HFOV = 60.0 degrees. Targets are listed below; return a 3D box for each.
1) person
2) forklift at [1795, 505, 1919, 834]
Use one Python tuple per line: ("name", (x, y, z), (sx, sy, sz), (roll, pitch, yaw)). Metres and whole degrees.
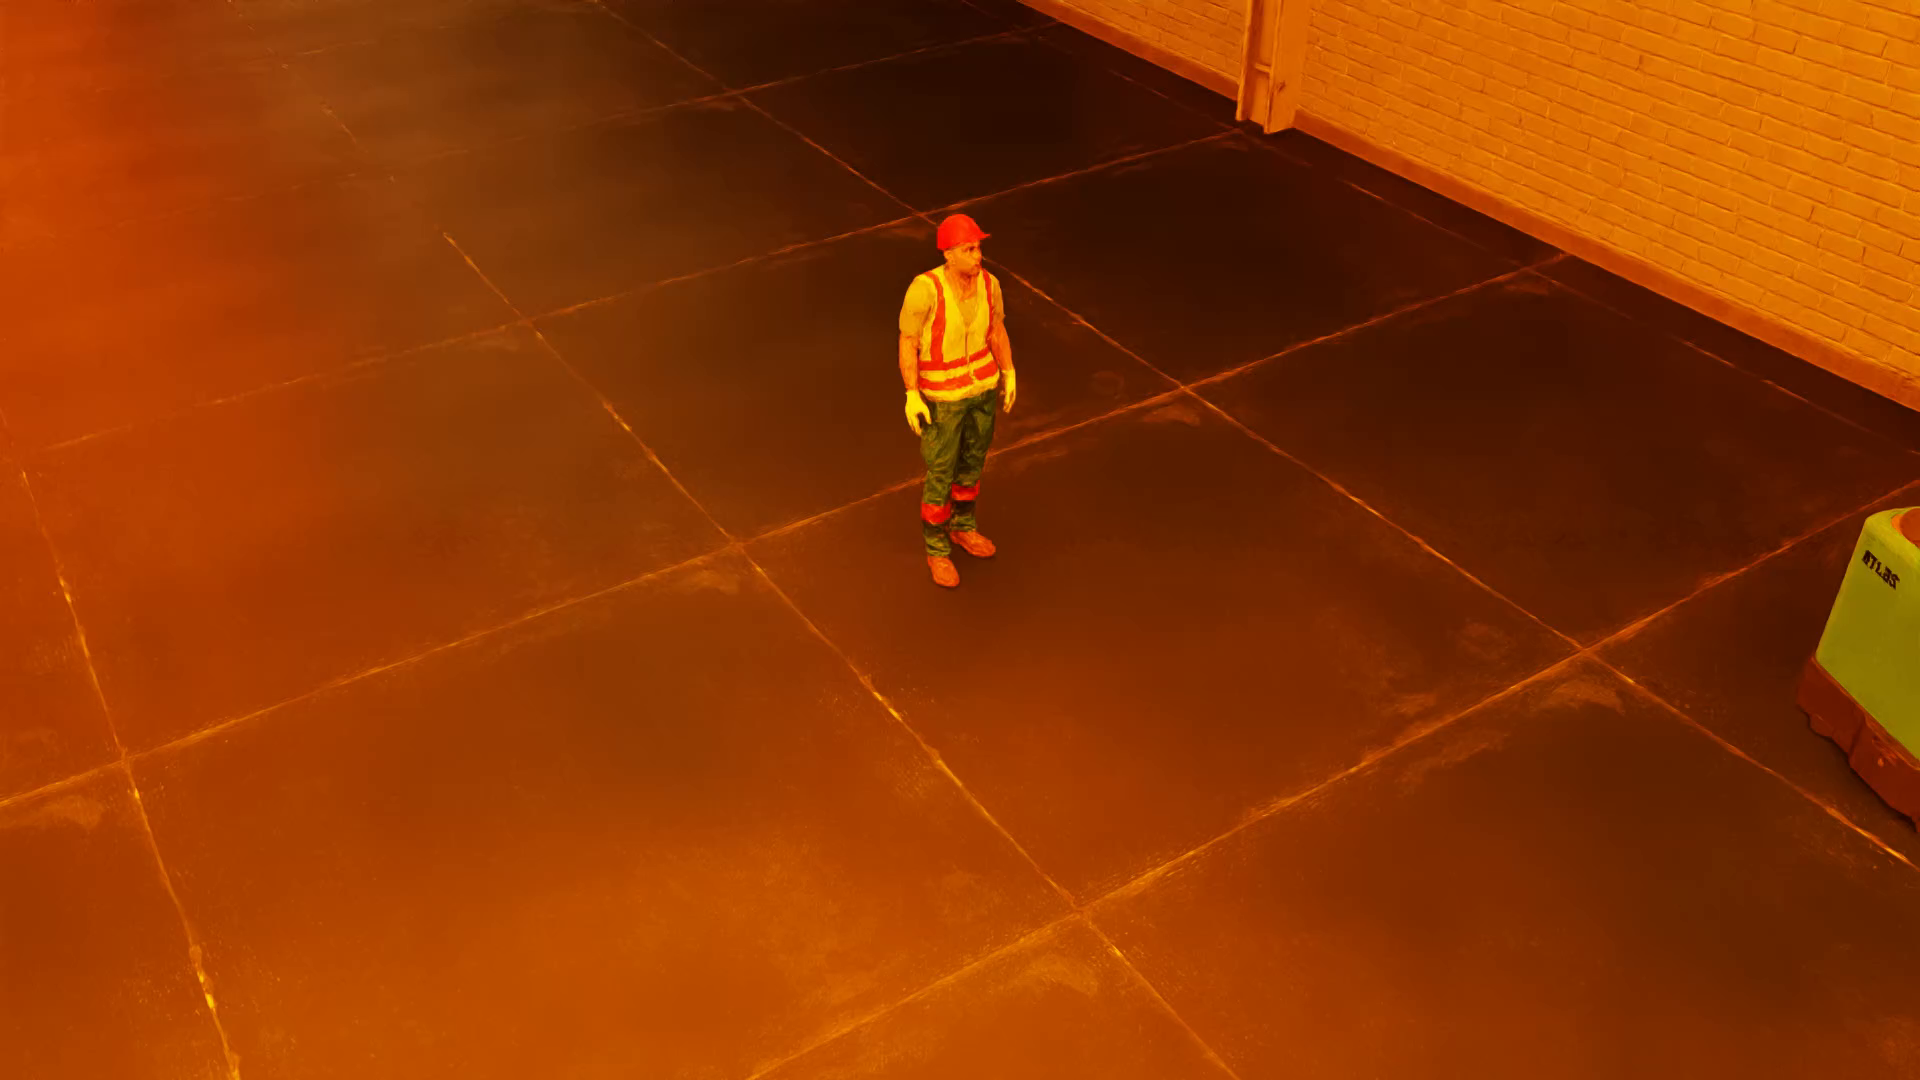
("person", (0.035, -0.696, 8.119), (0.637, 1.787, 0.563), (-21, 40, -27))
("forklift", (4.623, 0.326, 5.684), (1.130, 2.935, 3.031), (-8, 36, -11))
